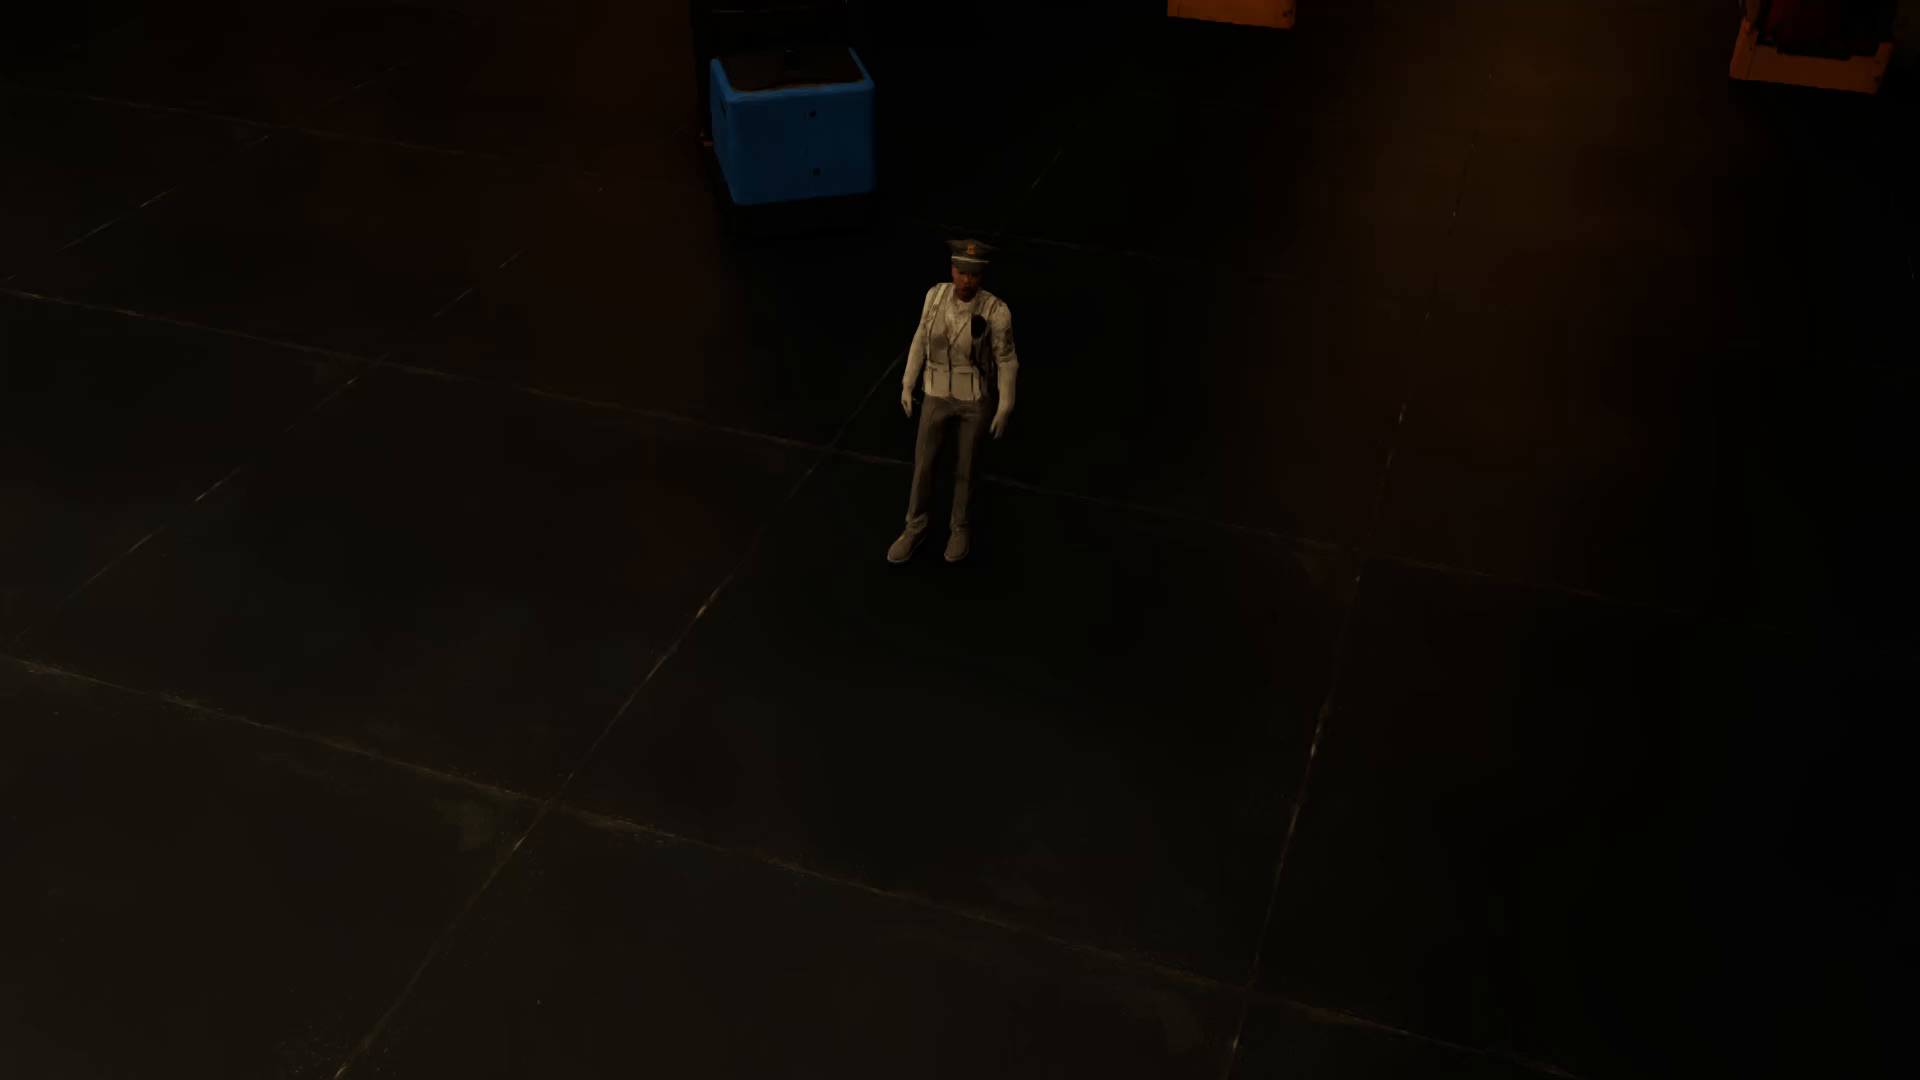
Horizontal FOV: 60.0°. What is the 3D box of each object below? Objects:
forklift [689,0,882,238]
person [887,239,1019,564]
[{"bbox_3d":[-1.420,-4.131,11.937,1.130,2.935,3.031,-9,36,-12],"label":"forklift"},{"bbox_3d":[-0.029,-0.662,8.101,0.586,1.695,0.532,12,37,16],"label":"person"}]
